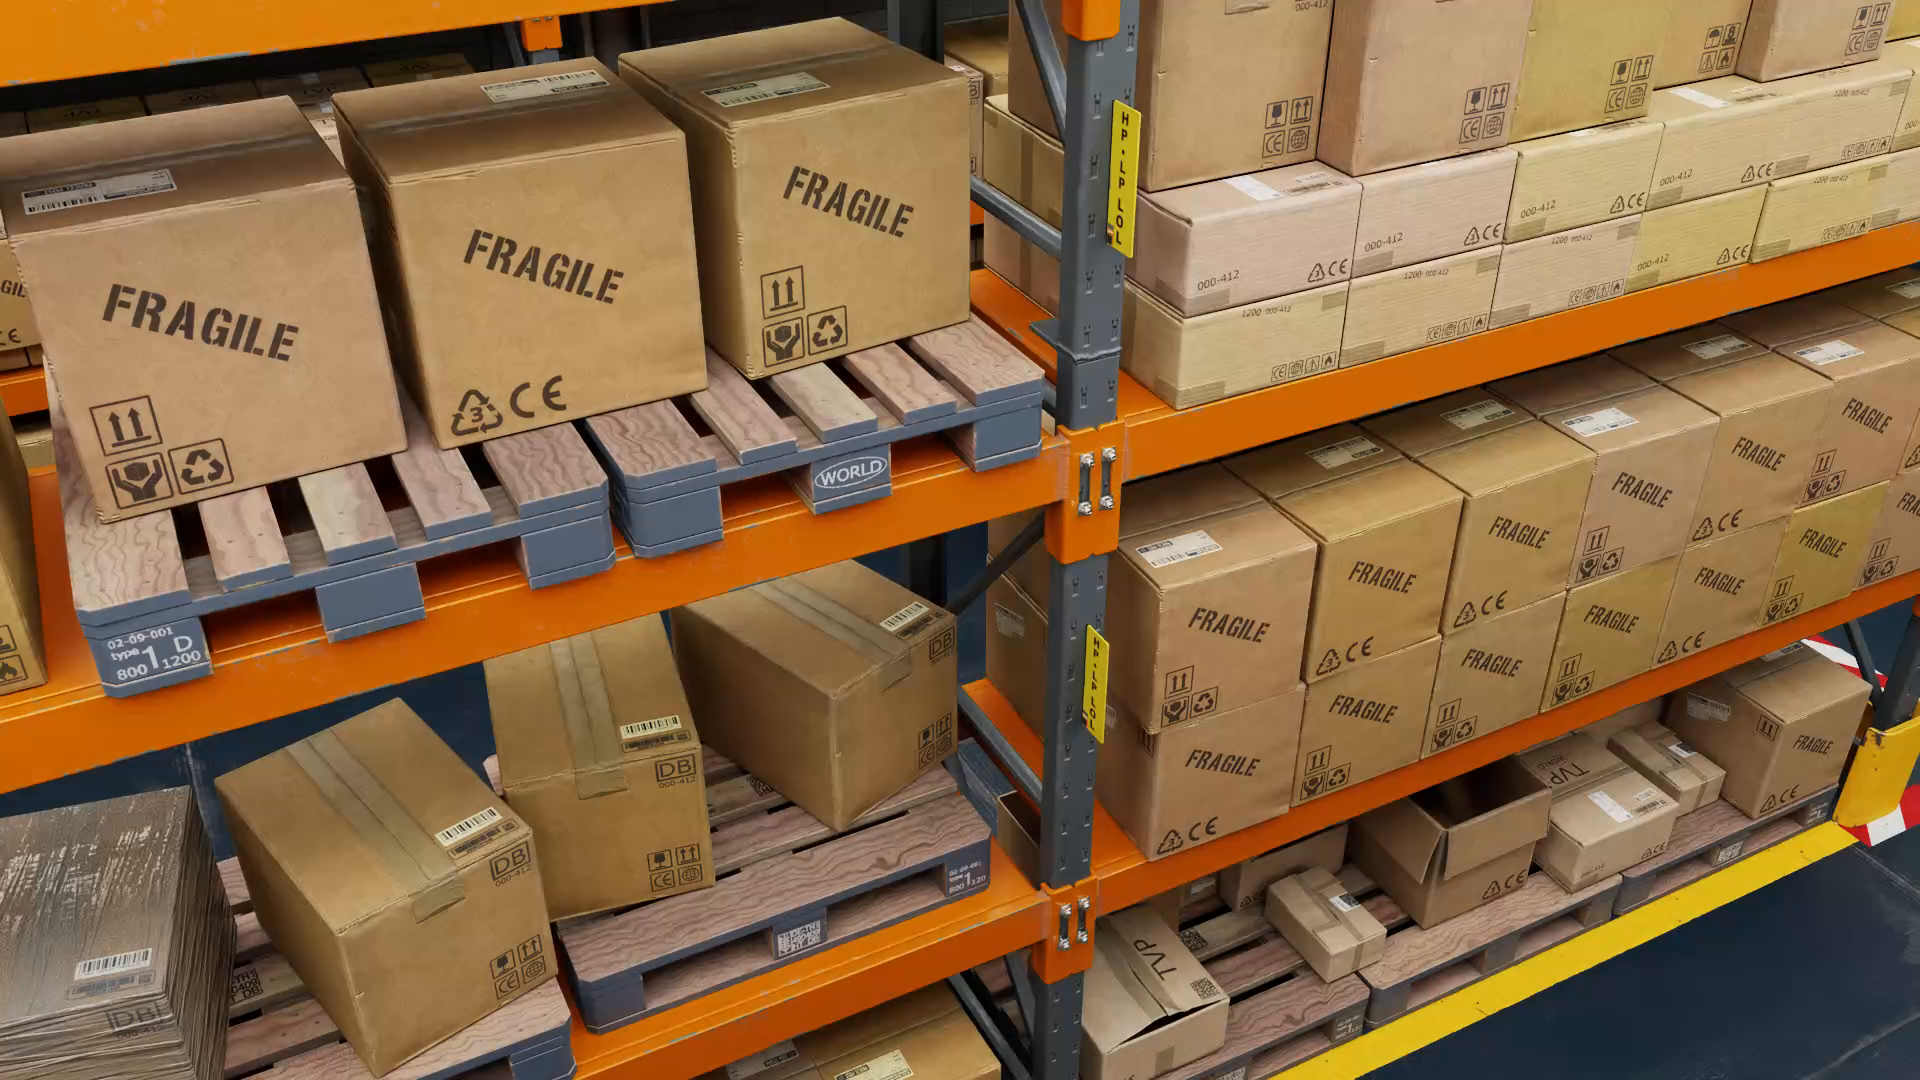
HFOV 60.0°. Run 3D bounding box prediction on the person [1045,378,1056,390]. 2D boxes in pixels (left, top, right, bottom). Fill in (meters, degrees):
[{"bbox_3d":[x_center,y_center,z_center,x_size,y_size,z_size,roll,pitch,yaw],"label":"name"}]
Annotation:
[{"bbox_3d":[0.463,-0.571,8.767,0.591,0.996,0.942,-18,37,-25],"label":"person"}]
